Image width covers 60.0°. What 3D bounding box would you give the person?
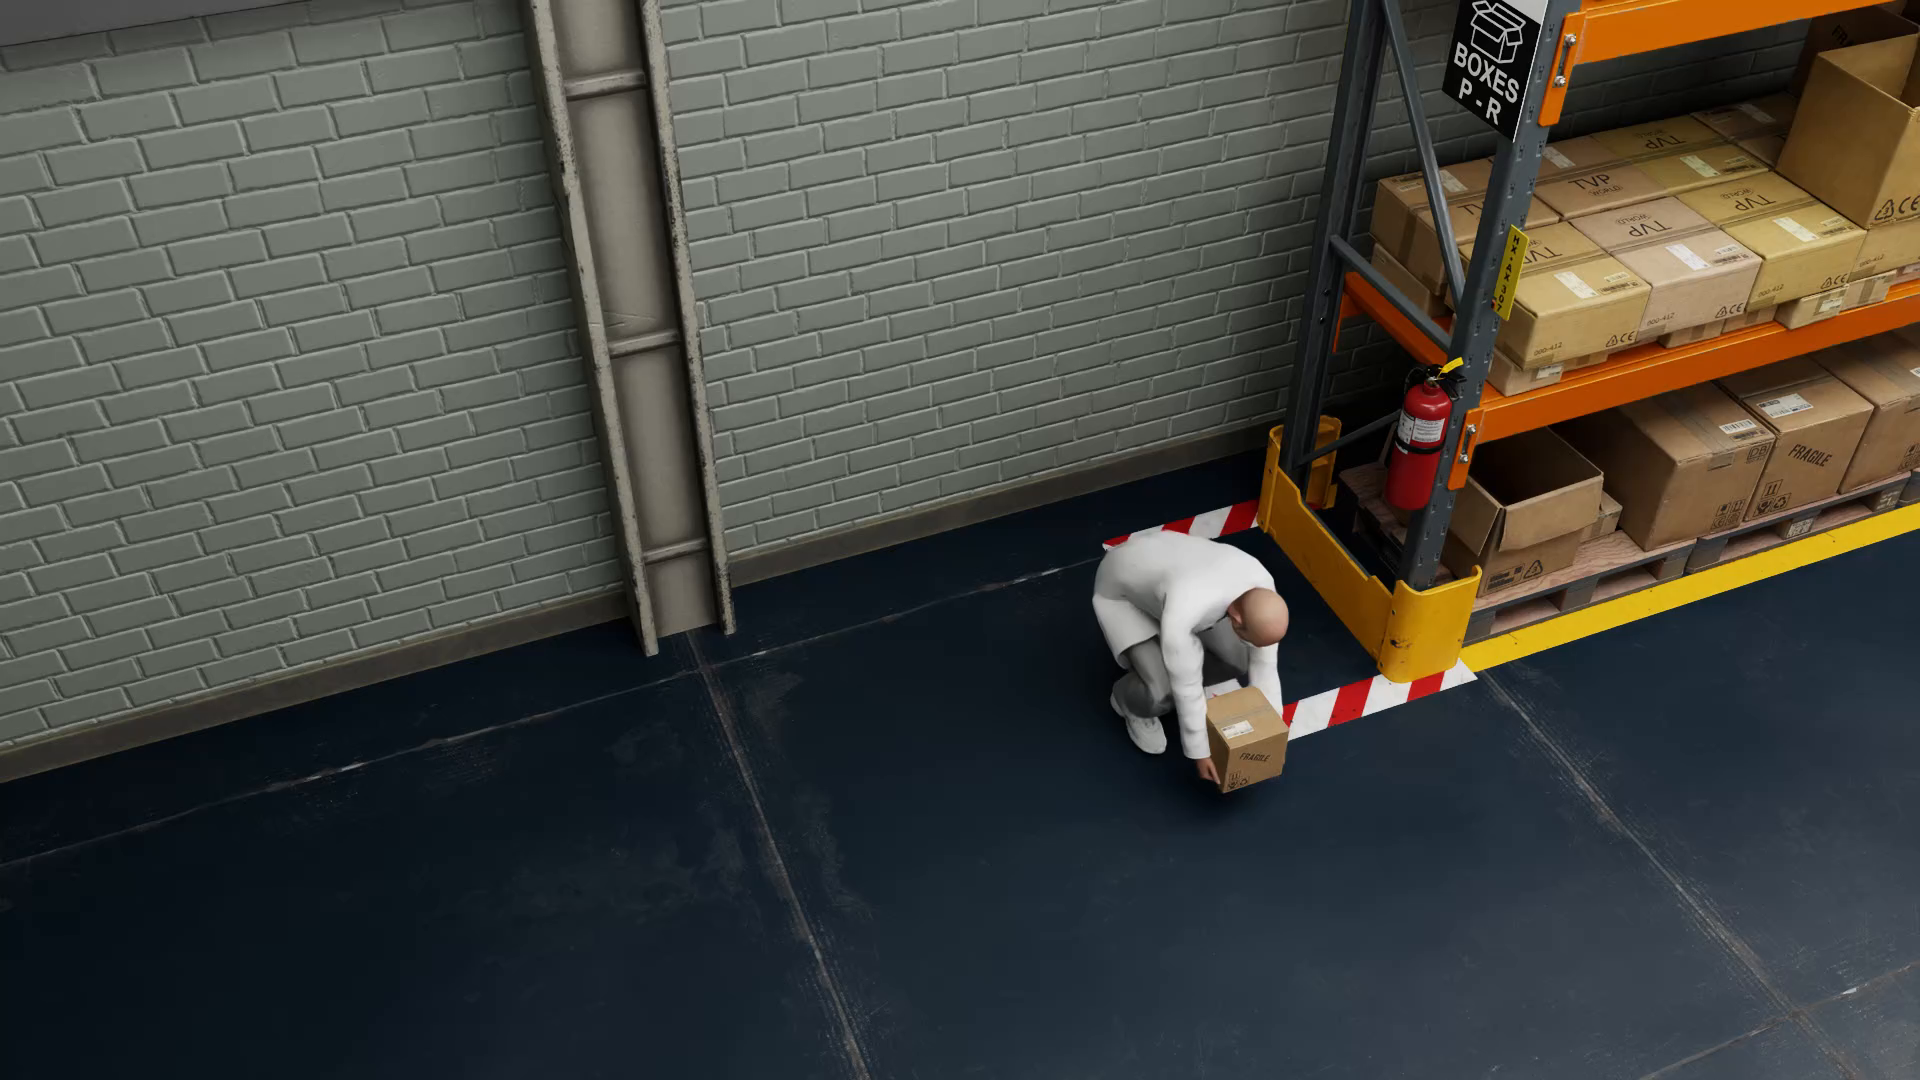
[{"bbox_3d":[0.879,0.398,6.307,0.581,1.001,0.958,-21,45,-22],"label":"person"}]
